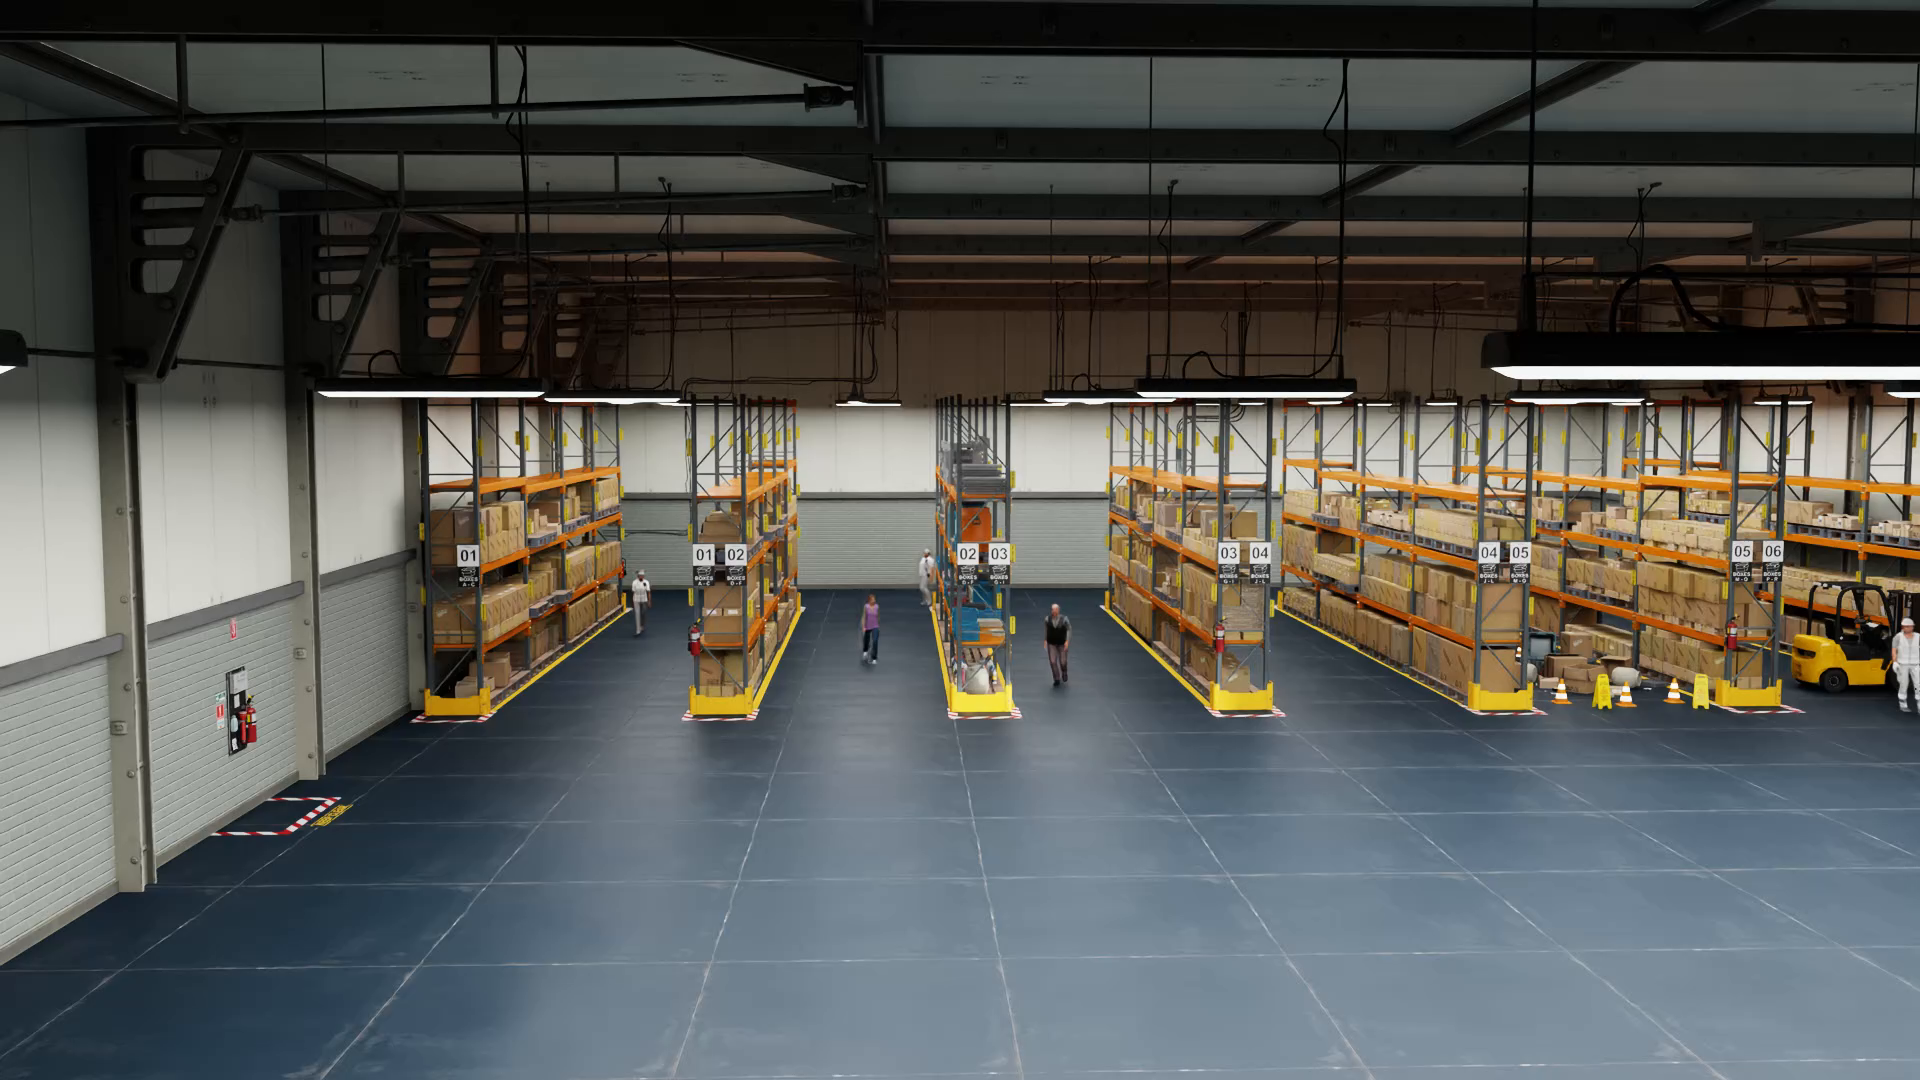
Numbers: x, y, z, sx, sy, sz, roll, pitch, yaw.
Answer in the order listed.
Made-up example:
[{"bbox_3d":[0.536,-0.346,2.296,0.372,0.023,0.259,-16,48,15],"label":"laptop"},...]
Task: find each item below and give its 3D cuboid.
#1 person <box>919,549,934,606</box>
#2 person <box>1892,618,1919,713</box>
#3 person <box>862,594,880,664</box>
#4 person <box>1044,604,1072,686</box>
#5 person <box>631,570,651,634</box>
[{"bbox_3d":[-1.019,1.075,48.418,0.462,1.660,0.519,-2,5,-24],"label":"person"},{"bbox_3d":[17.848,2.376,31.217,0.622,1.791,0.640,2,5,23],"label":"person"},{"bbox_3d":[-2.017,1.979,37.500,0.418,1.542,0.942,-1,5,-9],"label":"person"},{"bbox_3d":[2.042,2.160,34.581,0.600,1.702,0.581,1,5,13],"label":"person"},{"bbox_3d":[-8.136,1.557,42.423,0.485,1.617,1.068,-1,5,-17],"label":"person"}]
